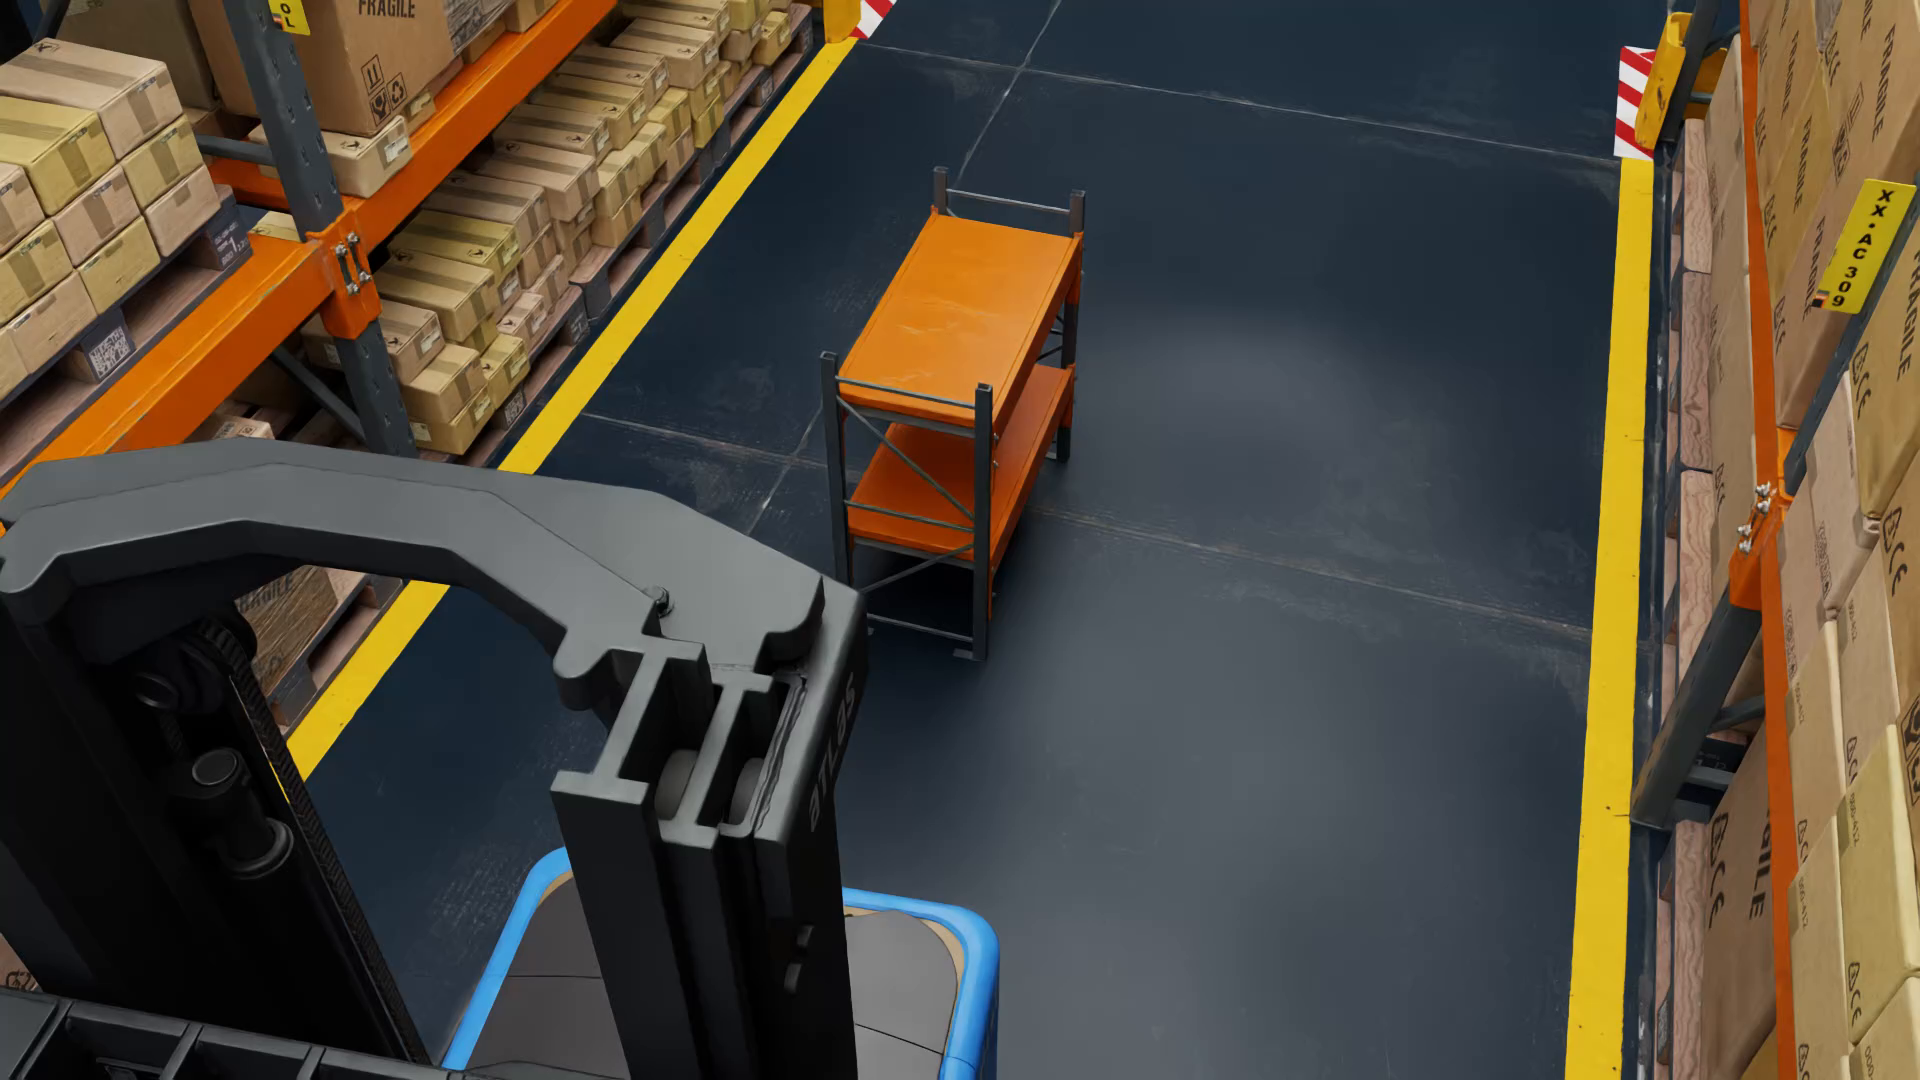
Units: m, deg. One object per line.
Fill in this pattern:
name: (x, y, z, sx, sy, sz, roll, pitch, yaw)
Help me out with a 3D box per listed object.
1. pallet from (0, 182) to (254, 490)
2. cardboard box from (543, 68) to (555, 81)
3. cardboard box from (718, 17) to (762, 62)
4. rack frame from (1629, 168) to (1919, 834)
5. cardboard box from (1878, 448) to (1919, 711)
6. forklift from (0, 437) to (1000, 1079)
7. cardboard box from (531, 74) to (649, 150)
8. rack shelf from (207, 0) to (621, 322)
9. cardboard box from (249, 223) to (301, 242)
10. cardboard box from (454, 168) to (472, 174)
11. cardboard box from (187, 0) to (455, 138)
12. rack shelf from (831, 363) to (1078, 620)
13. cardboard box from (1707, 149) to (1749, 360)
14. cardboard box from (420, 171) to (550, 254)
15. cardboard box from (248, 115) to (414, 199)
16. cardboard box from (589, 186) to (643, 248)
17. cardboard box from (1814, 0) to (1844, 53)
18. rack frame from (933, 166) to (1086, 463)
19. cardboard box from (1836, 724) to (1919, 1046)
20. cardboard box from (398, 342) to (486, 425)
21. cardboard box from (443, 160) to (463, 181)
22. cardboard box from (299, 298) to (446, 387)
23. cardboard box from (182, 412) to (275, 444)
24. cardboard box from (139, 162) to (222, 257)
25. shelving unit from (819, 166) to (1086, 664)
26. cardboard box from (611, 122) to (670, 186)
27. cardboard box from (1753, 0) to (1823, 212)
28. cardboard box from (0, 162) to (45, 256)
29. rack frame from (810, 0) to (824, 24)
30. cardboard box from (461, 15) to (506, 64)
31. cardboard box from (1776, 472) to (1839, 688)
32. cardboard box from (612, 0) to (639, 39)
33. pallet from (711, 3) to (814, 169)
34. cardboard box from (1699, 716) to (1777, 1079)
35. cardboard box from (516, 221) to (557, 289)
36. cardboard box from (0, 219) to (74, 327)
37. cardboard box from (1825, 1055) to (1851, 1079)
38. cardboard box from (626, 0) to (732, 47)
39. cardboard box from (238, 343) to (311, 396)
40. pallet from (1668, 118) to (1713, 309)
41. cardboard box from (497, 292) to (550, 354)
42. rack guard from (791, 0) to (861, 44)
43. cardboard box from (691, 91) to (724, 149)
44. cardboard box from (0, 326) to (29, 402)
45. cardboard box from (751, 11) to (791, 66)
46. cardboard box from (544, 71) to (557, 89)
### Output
pallet: (-2.653, -0.606, 4.362, 1.003, 0.211, 1.213, 13, 46, 13)
cardboard box: (-1.933, -2.004, 6.966, 0.380, 0.149, 0.250, 13, 46, 13)
cardboard box: (-1.115, -2.298, 7.479, 0.380, 0.149, 0.250, 11, 45, 11)
rack frame: (2.466, -0.172, 3.781, 1.000, 3.000, 0.127, 13, 46, 13)
cardboard box: (1.931, 0.012, 2.806, 0.500, 0.500, 0.500, 12, 46, 12)
forklift: (-0.688, 1.438, 2.184, 1.130, 2.935, 3.031, 8, 45, 8)
cardboard box: (-1.483, -1.719, 6.675, 0.380, 0.149, 0.250, 13, 46, 13)
rack shelf: (-1.677, -2.229, 6.398, 1.077, 0.370, 4.000, 13, 46, 13)
cardboard box: (-2.383, -0.968, 5.907, 0.380, 0.149, 0.250, 13, 46, 13)
cardboard box: (-2.128, -1.354, 6.514, 0.380, 0.149, 0.250, 14, 46, 13)
cardboard box: (-1.893, -1.572, 4.927, 0.500, 0.500, 0.500, 12, 46, 12)
rack shelf: (0.002, -0.232, 5.532, 0.538, 0.278, 1.000, 13, 46, 13)
cardboard box: (3.303, -1.000, 6.159, 0.875, 0.438, 0.875, 14, 46, 14)
cardboard box: (-1.754, -1.211, 6.156, 0.380, 0.149, 0.250, 11, 46, 11)
cardboard box: (-1.885, -1.183, 4.994, 0.380, 0.149, 0.250, 14, 46, 14)
cardboard box: (-1.512, -1.332, 6.705, 0.380, 0.149, 0.250, 11, 46, 11)
cardboard box: (2.652, -1.616, 4.470, 0.500, 0.500, 0.500, 13, 46, 13)
rack frame: (0.156, -0.745, 5.707, 0.500, 1.125, 0.032, 13, 46, 13)
cardboard box: (1.754, 0.621, 2.721, 0.500, 0.250, 0.500, 13, 46, 13)
cardboard box: (-1.868, -0.564, 5.707, 0.380, 0.149, 0.250, 14, 46, 14)
cardboard box: (-2.168, -1.492, 6.443, 0.380, 0.149, 0.250, 10, 45, 11)
cardboard box: (-1.981, -0.683, 5.616, 0.380, 0.149, 0.250, 14, 46, 14)
cardboard box: (-2.267, -0.128, 4.687, 0.500, 0.250, 0.500, 11, 46, 11)
cardboard box: (-2.214, -0.907, 4.411, 0.380, 0.149, 0.250, 12, 46, 12)
shelving unit: (0.002, -0.407, 5.361, 0.538, 1.125, 1.048, 13, 46, 13)
cardboard box: (-1.412, -1.593, 6.759, 0.380, 0.149, 0.250, 13, 46, 13)
cardboard box: (2.651, -1.253, 4.815, 0.500, 0.500, 0.500, 12, 46, 12)
cardboard box: (-2.379, -0.766, 3.842, 0.380, 0.149, 0.250, 11, 45, 11)
rack frame: (-1.071, -3.819, 7.508, 1.000, 3.000, 0.127, 13, 46, 13)
cardboard box: (-1.759, -1.739, 5.562, 0.380, 0.149, 0.250, 11, 45, 11)
cardboard box: (2.081, 0.119, 3.591, 0.500, 0.250, 0.500, 12, 46, 12)
cardboard box: (-1.601, -2.409, 7.593, 0.380, 0.149, 0.250, 13, 46, 13)
pallet: (-1.374, -2.238, 7.886, 1.003, 0.211, 1.213, 13, 46, 13)
cardboard box: (2.354, 0.868, 3.938, 0.875, 0.875, 0.875, 14, 46, 14)
cardboard box: (-1.753, -1.101, 6.256, 0.380, 0.149, 0.250, 10, 45, 10)
cardboard box: (-2.372, -0.672, 3.959, 0.380, 0.149, 0.250, 14, 46, 14)
cardboard box: (1.595, 1.134, 2.554, 0.500, 0.250, 0.500, 12, 46, 12)
cardboard box: (-1.217, -2.242, 7.210, 0.380, 0.149, 0.250, 11, 45, 11)
cardboard box: (-2.490, -0.668, 5.813, 0.380, 0.149, 0.250, 13, 46, 13)
pallet: (3.509, -1.292, 6.919, 1.003, 0.211, 1.213, 13, 46, 13)
cardboard box: (-1.760, -0.813, 6.174, 0.380, 0.149, 0.250, 12, 46, 12)
rack guard: (-1.094, -2.875, 8.331, 1.175, 0.500, 0.348, 13, 46, 13)
cardboard box: (-1.255, -1.854, 7.238, 0.380, 0.149, 0.250, 11, 45, 11)
cardboard box: (-2.446, -0.401, 3.894, 0.380, 0.149, 0.250, 10, 45, 10)
cardboard box: (-1.013, -2.363, 7.758, 0.380, 0.149, 0.250, 14, 46, 14)
cardboard box: (-1.815, -1.875, 7.047, 0.380, 0.149, 0.250, 15, 46, 15)
